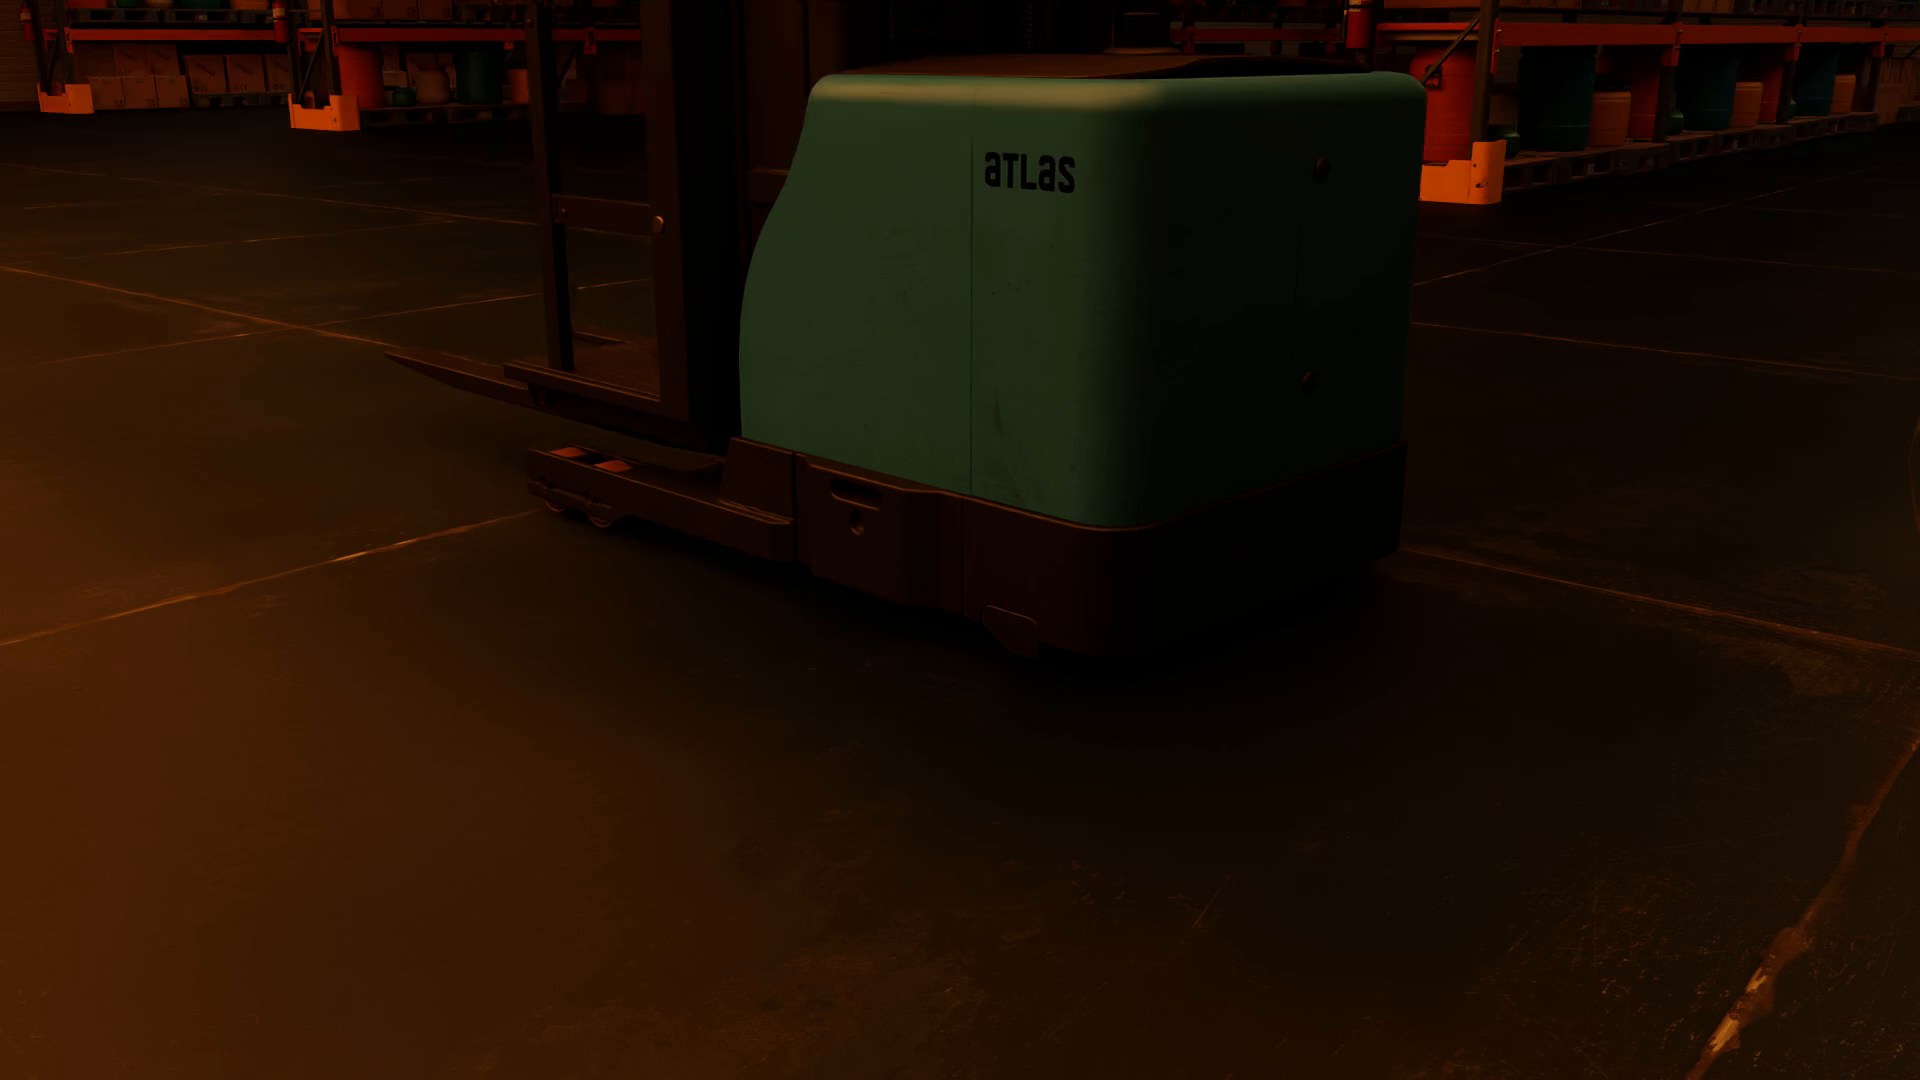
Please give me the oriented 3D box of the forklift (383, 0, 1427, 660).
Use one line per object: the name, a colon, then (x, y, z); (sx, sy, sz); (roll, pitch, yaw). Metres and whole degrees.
forklift: (-0.442, -1.525, 3.920); (3.031, 2.935, 1.130); (16, 23, 42)
